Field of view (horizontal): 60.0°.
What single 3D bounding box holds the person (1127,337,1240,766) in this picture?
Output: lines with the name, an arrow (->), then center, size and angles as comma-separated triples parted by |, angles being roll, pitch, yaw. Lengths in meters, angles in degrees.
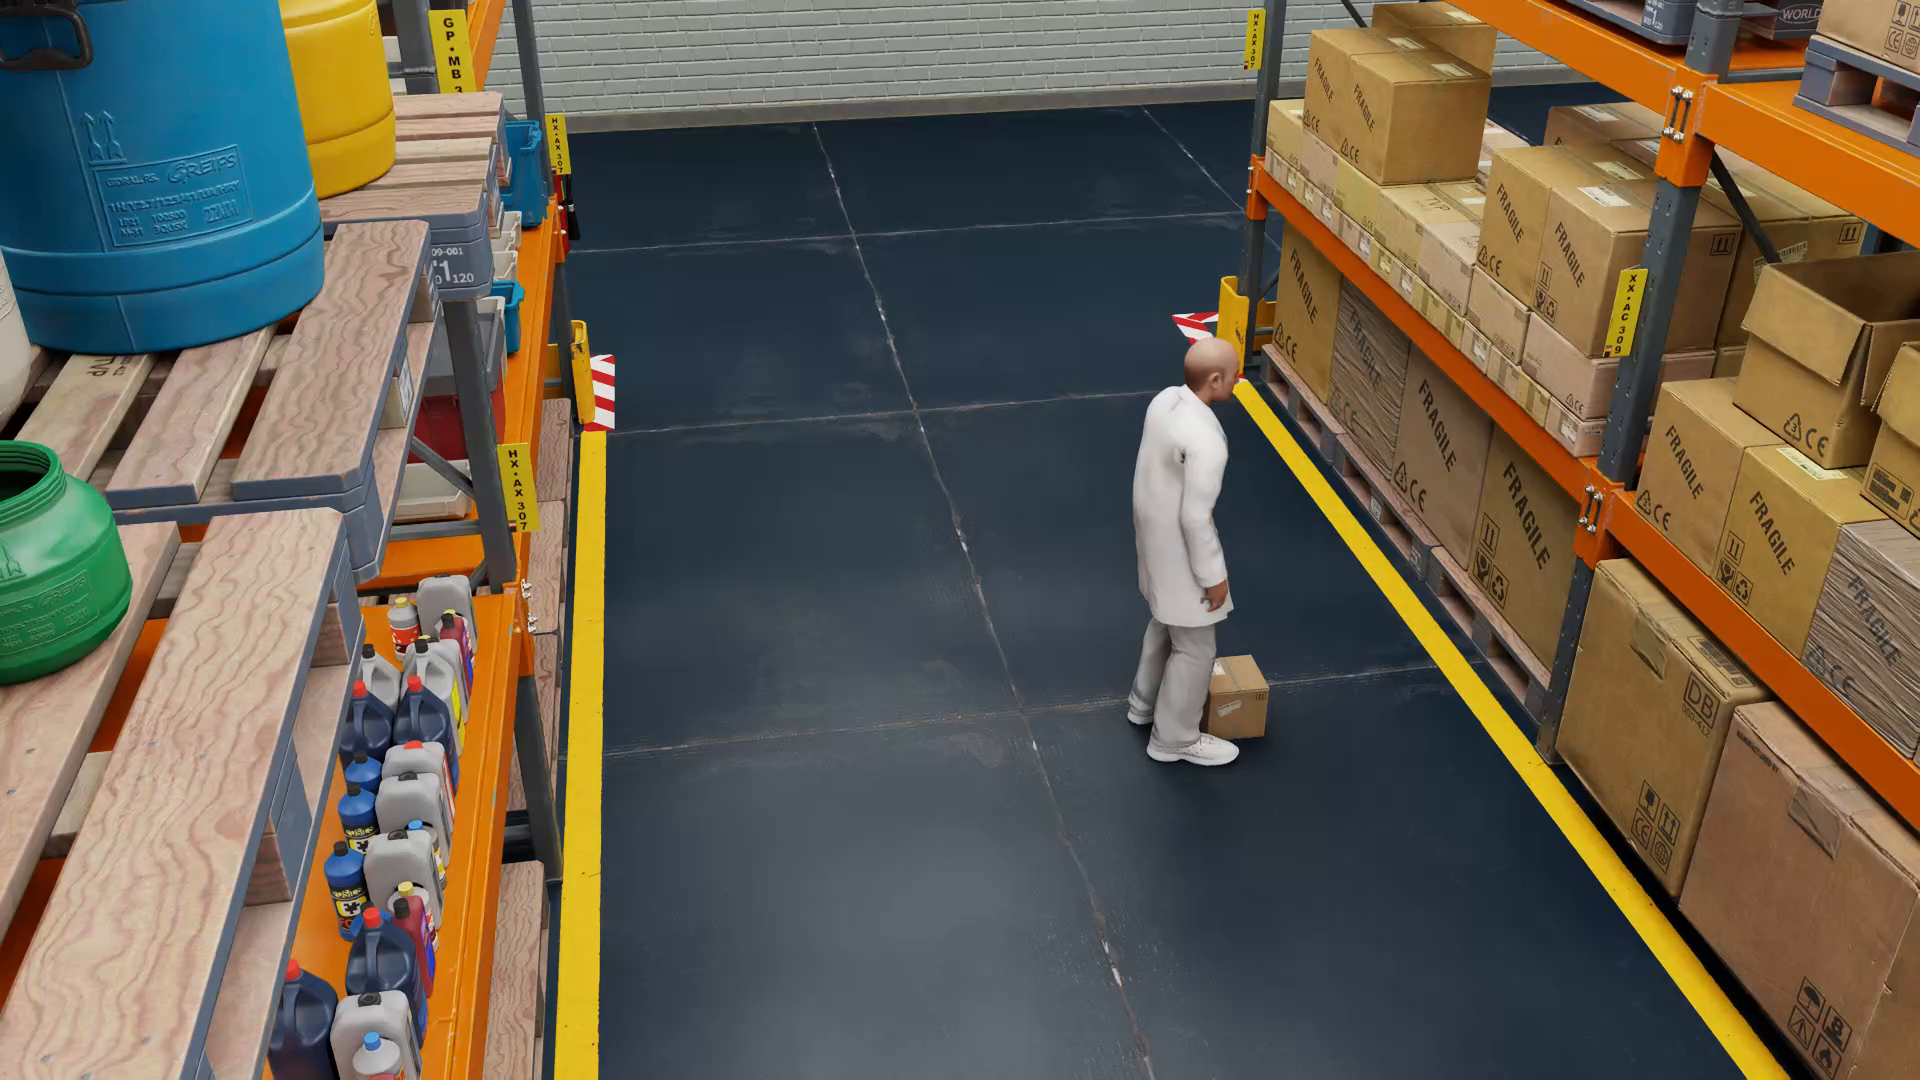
person -> 0.897, 0.038, 6.581 | 0.423, 1.774, 0.632 | -5, 31, -9
